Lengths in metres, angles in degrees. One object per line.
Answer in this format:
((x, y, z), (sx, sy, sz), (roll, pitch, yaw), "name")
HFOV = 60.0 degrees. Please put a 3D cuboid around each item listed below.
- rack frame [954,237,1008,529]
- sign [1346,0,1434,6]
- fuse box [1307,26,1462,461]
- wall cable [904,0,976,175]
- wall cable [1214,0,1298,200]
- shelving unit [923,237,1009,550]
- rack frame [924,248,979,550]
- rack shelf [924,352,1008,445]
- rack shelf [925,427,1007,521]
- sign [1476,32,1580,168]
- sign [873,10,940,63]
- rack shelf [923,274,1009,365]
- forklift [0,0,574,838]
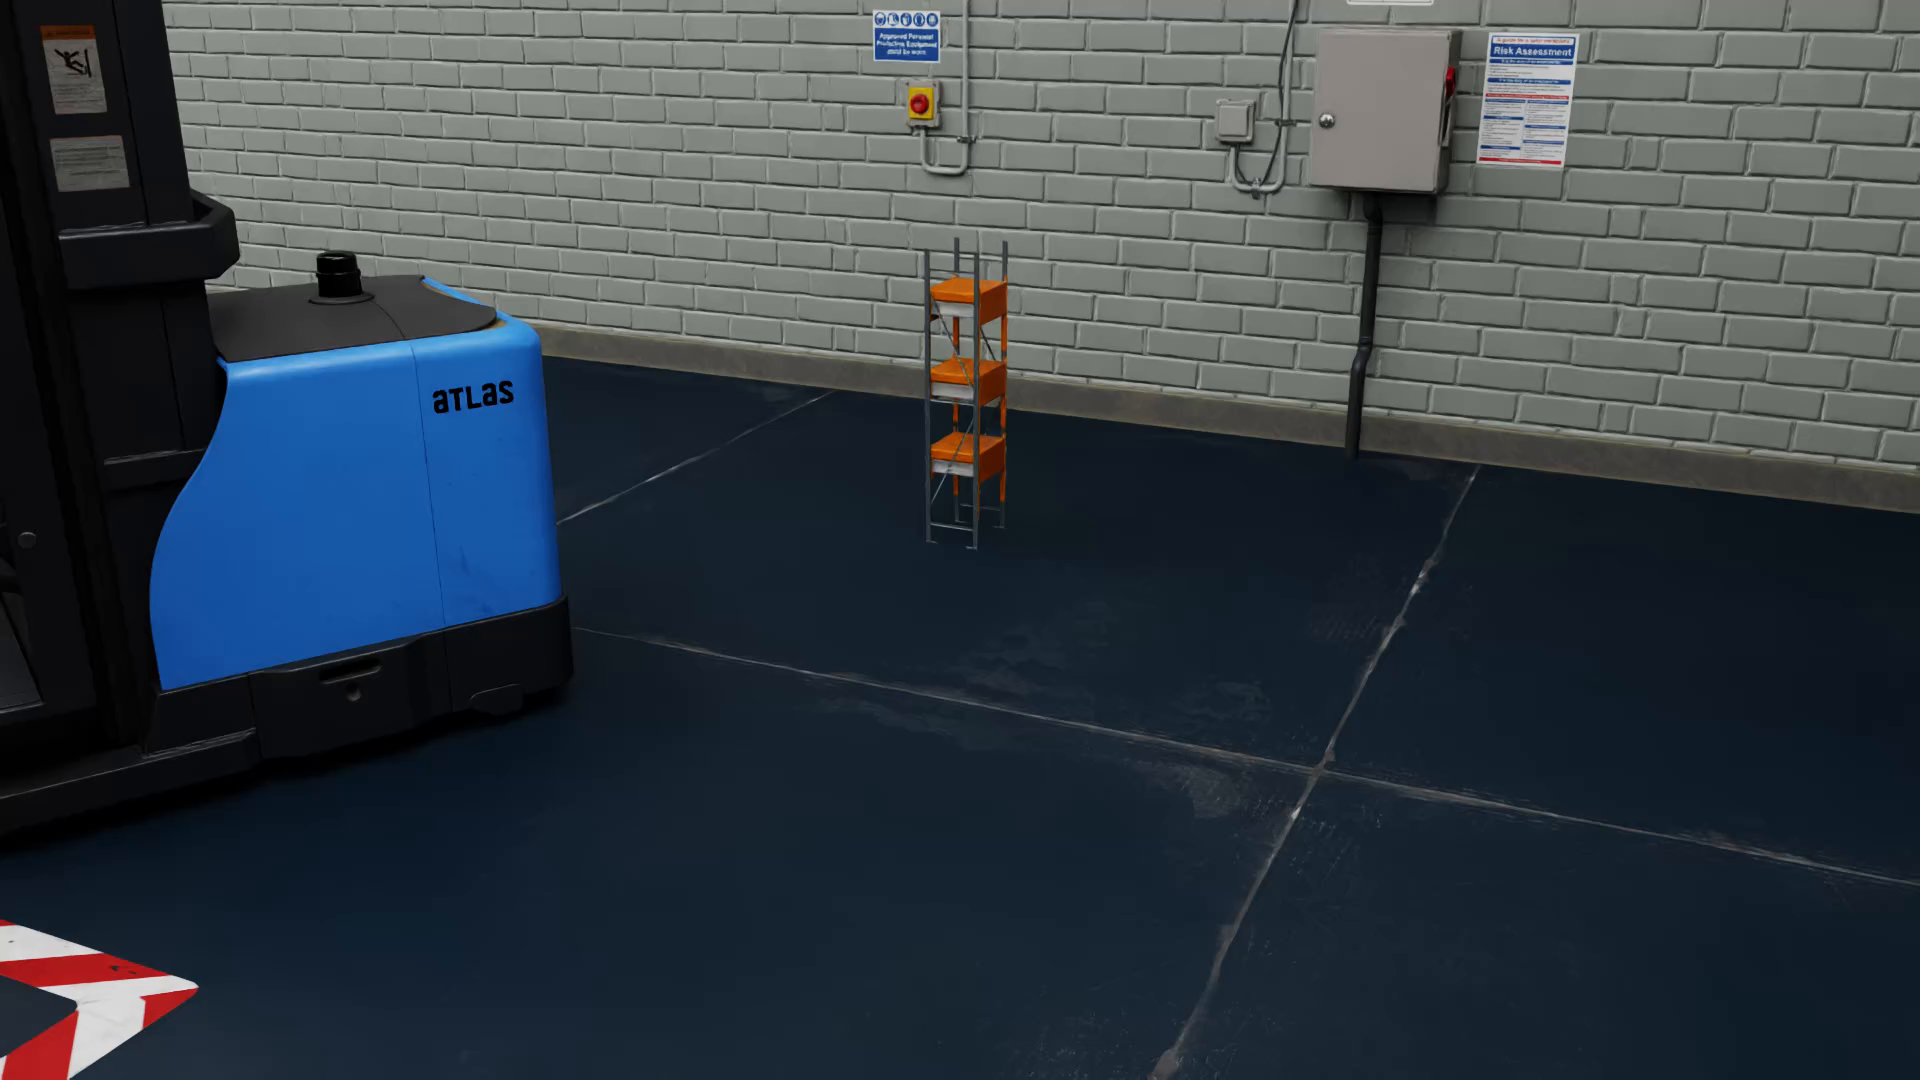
((0.072, -0.548, 5.944), (0.200, 1.050, 0.008), (9, 21, 23), "rack frame")
((1.673, -2.198, 6.439), (0.339, 0.242, 0.001), (9, 21, 23), "sign")
((1.639, -1.131, 6.594), (0.539, 1.711, 0.414), (9, 21, 23), "fuse box")
((-0.218, -2.564, 7.138), (0.585, 1.953, 0.123), (9, 21, 23), "wall cable")
((1.081, -2.358, 6.606), (0.588, 1.984, 0.122), (9, 21, 23), "wall cable")
((0.022, -0.511, 5.839), (0.215, 1.050, 0.252), (9, 21, 23), "shelving unit")
((-0.028, -0.474, 5.734), (0.200, 1.050, 0.008), (9, 21, 23), "rack frame")
((0.022, -0.501, 5.842), (0.215, 0.259, 0.240), (9, 21, 23), "rack shelf")
((0.022, -0.239, 5.936), (0.215, 0.259, 0.240), (9, 21, 23), "rack shelf")
((2.174, -1.688, 6.381), (0.329, 0.494, 0.001), (9, 21, 23), "sign")
((-0.237, -2.223, 7.340), (0.327, 0.218, 0.001), (9, 21, 23), "sign")
((0.022, -0.768, 5.747), (0.215, 0.259, 0.240), (9, 21, 23), "rack shelf")
((-2.589, -0.776, 3.777), (3.031, 2.935, 1.130), (-13, 23, -33), "forklift")
